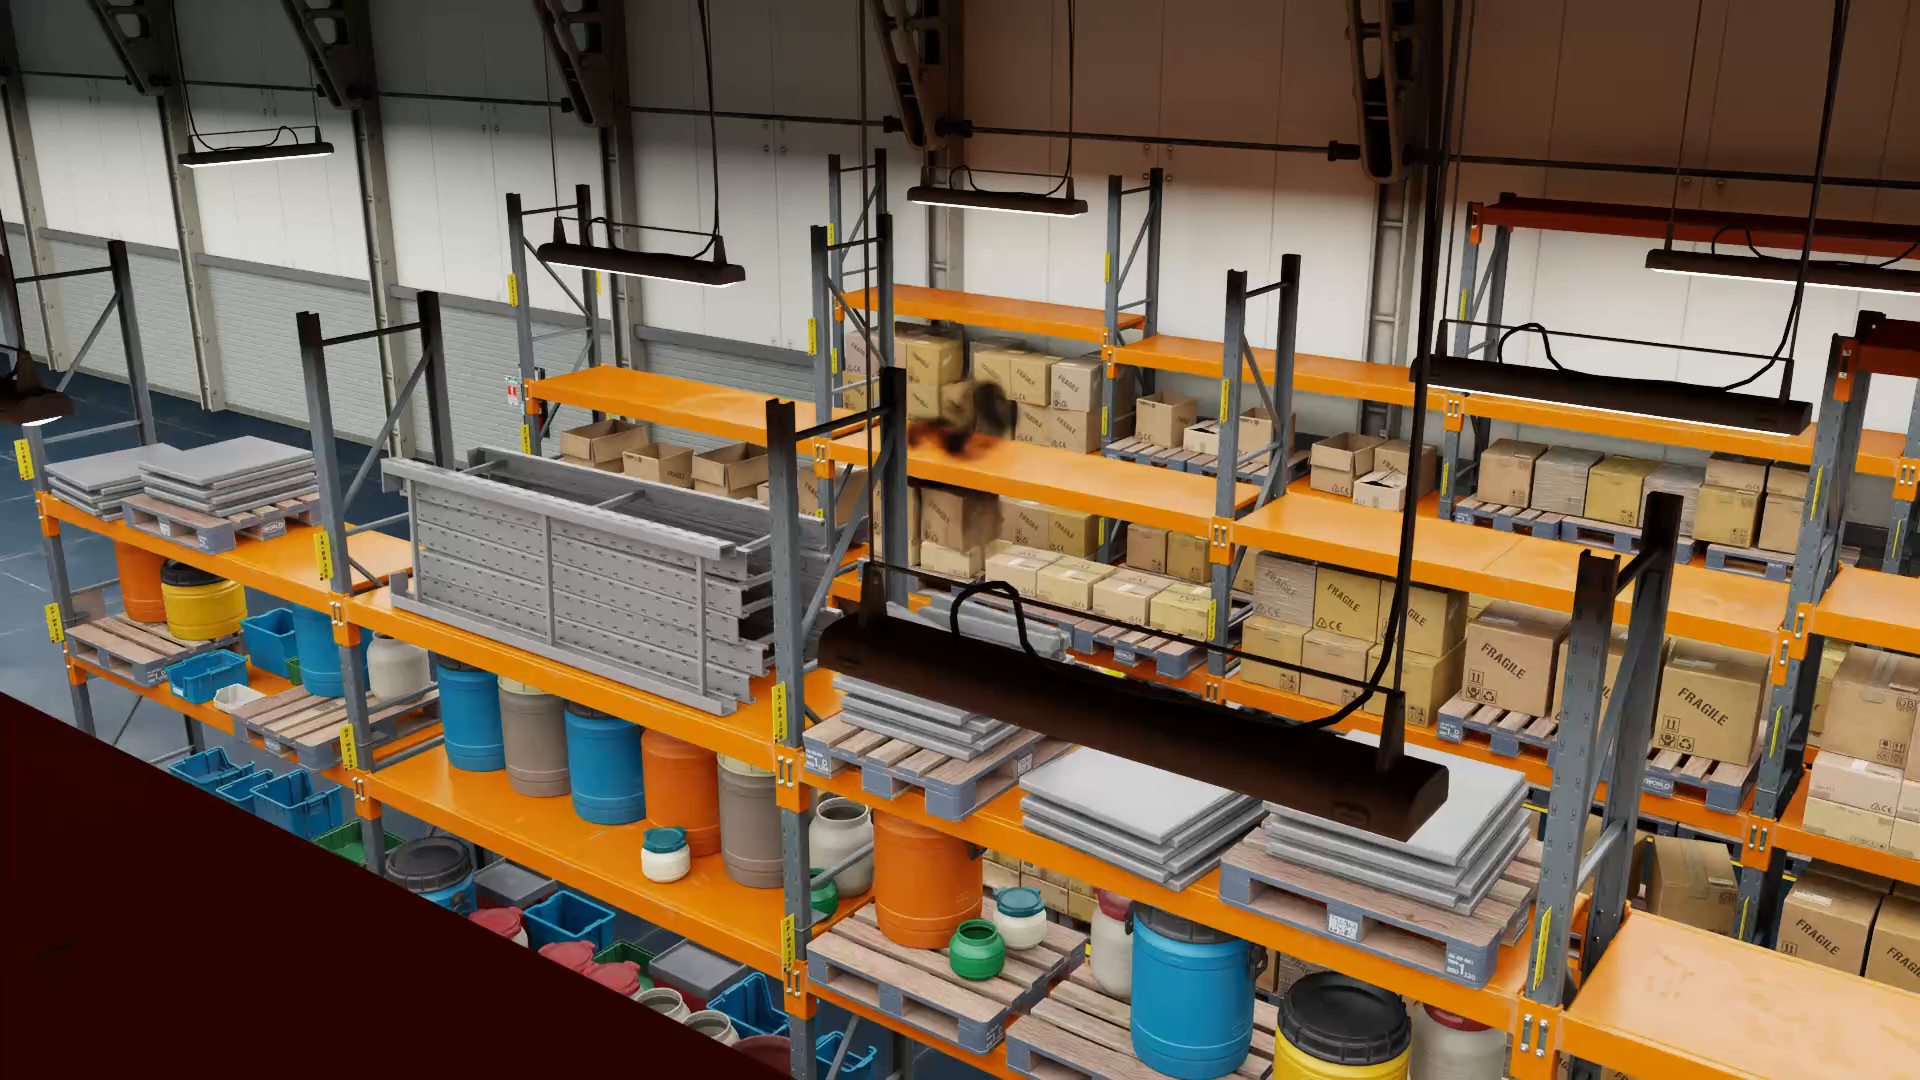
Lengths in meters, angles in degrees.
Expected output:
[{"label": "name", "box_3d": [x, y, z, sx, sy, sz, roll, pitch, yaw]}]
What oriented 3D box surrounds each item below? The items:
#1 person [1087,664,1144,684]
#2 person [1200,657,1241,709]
[{"label": "person", "box_3d": [1.413, 1.751, 16.283, 0.979, 1.795, 0.727, 14, 23, 37]}, {"label": "person", "box_3d": [2.549, 1.696, 16.358, 0.885, 1.813, 0.634, 14, 23, 36]}]
